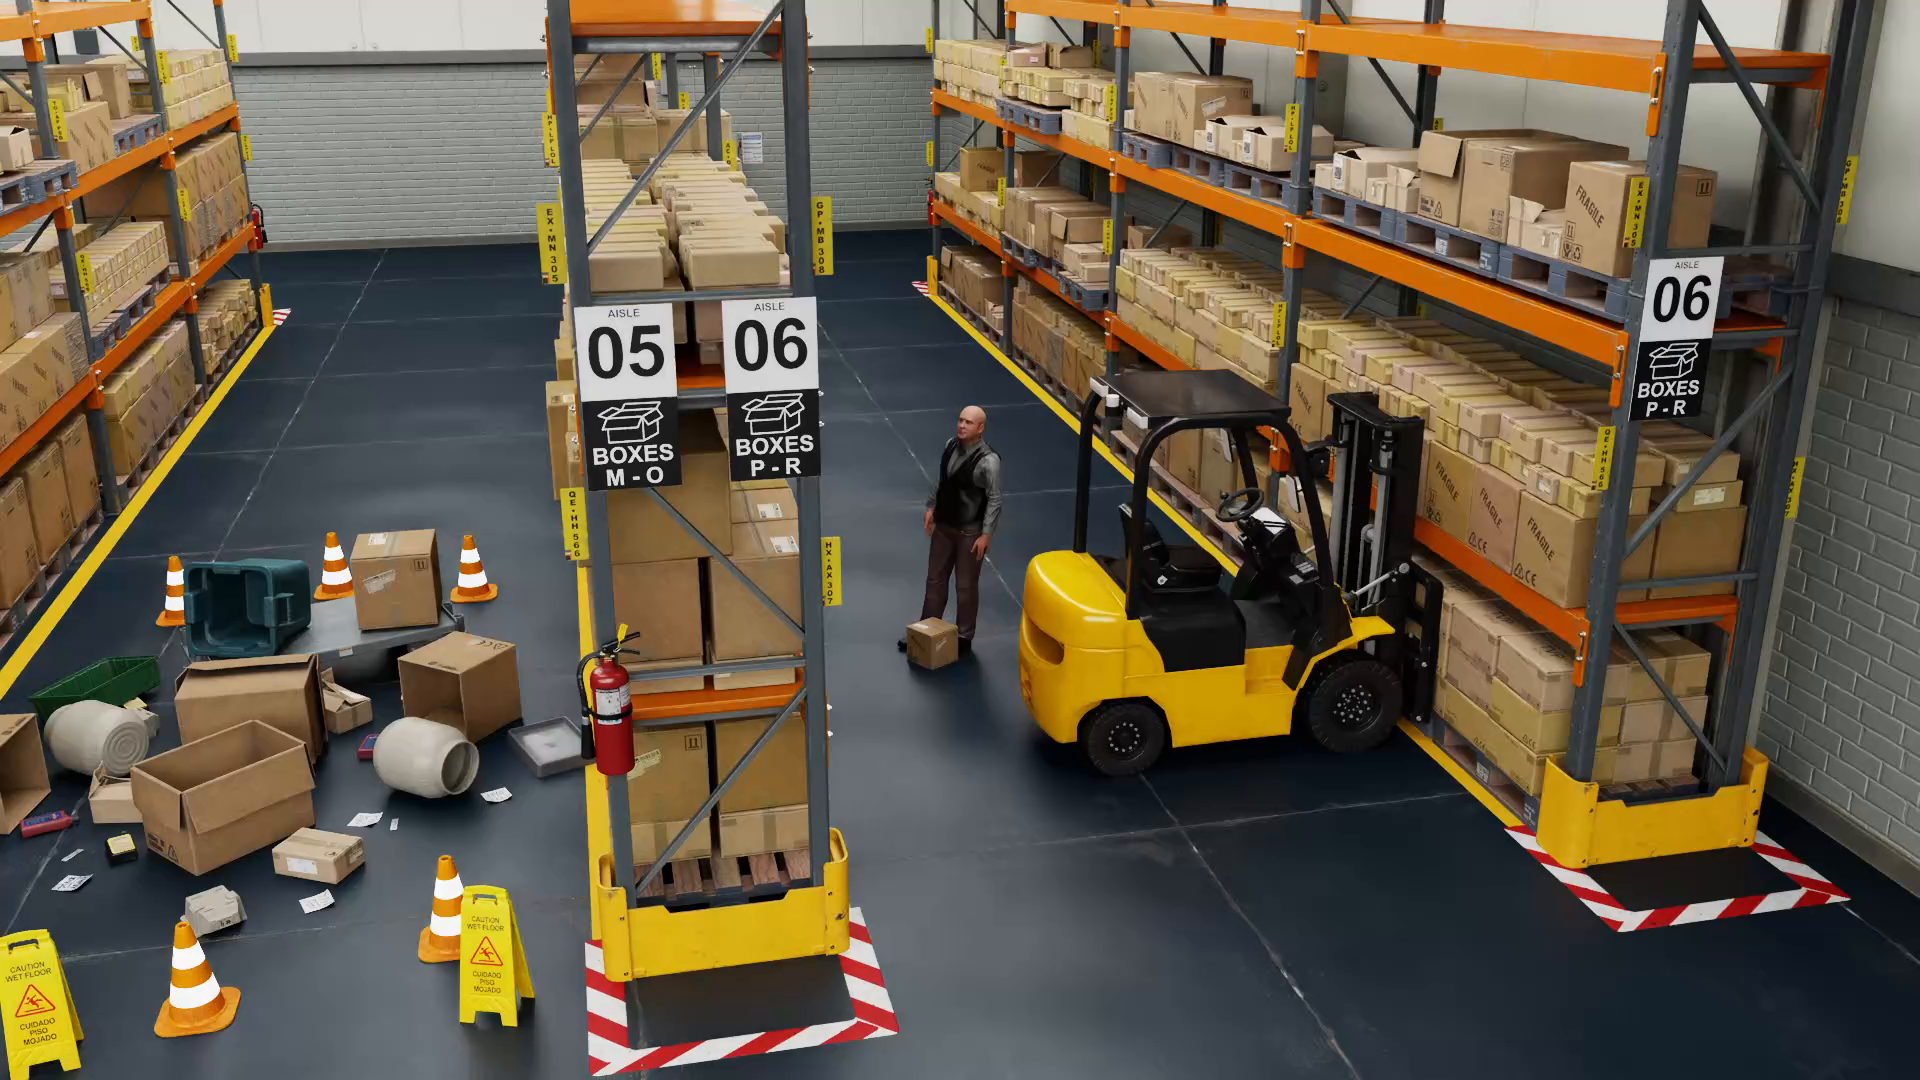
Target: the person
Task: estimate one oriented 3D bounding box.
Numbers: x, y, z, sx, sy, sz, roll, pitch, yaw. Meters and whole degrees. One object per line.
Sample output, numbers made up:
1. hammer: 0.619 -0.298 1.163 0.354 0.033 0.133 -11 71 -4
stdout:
1. person: -0.041 -0.057 11.244 0.568 1.720 0.631 -17 26 -39
